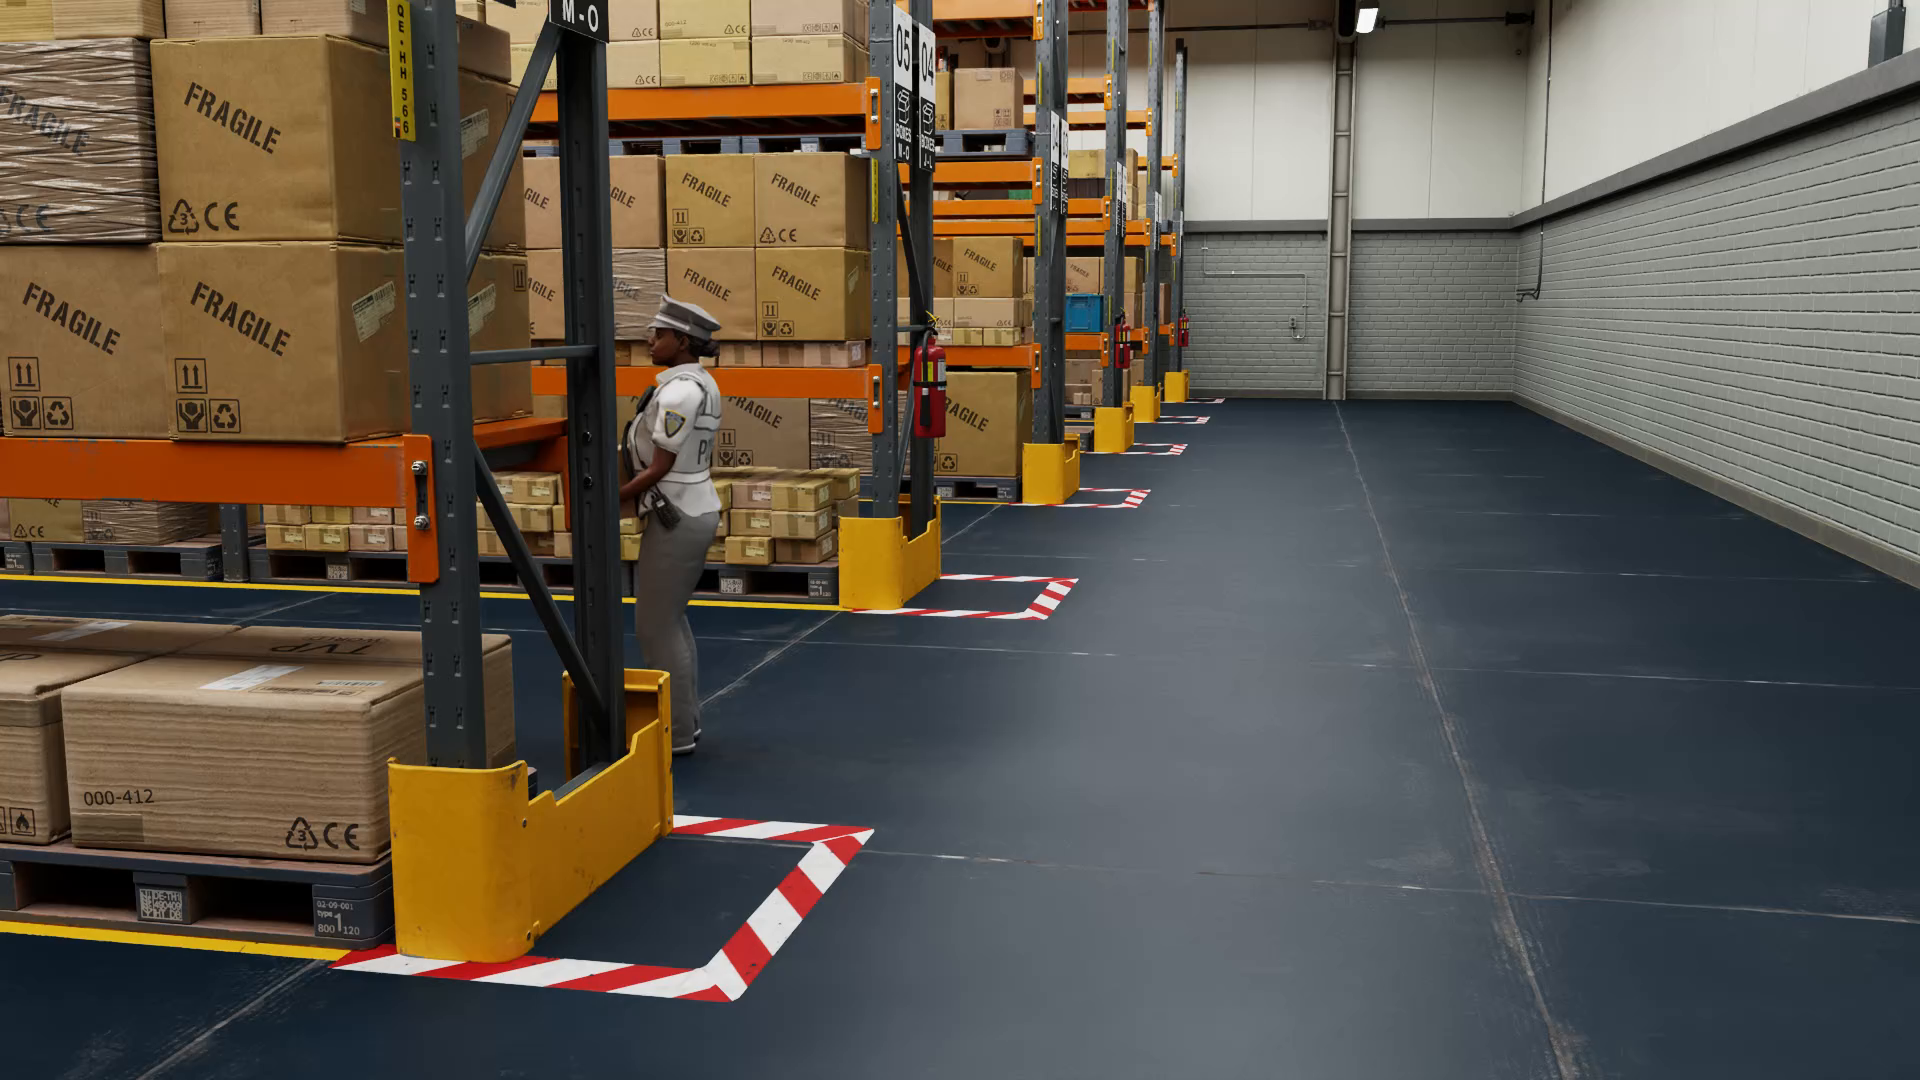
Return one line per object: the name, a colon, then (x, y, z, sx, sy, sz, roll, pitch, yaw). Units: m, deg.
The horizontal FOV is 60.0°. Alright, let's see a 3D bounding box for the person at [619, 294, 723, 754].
person: (-1.123, -0.055, 6.130, 0.522, 1.689, 0.451, 0, 8, -3)
